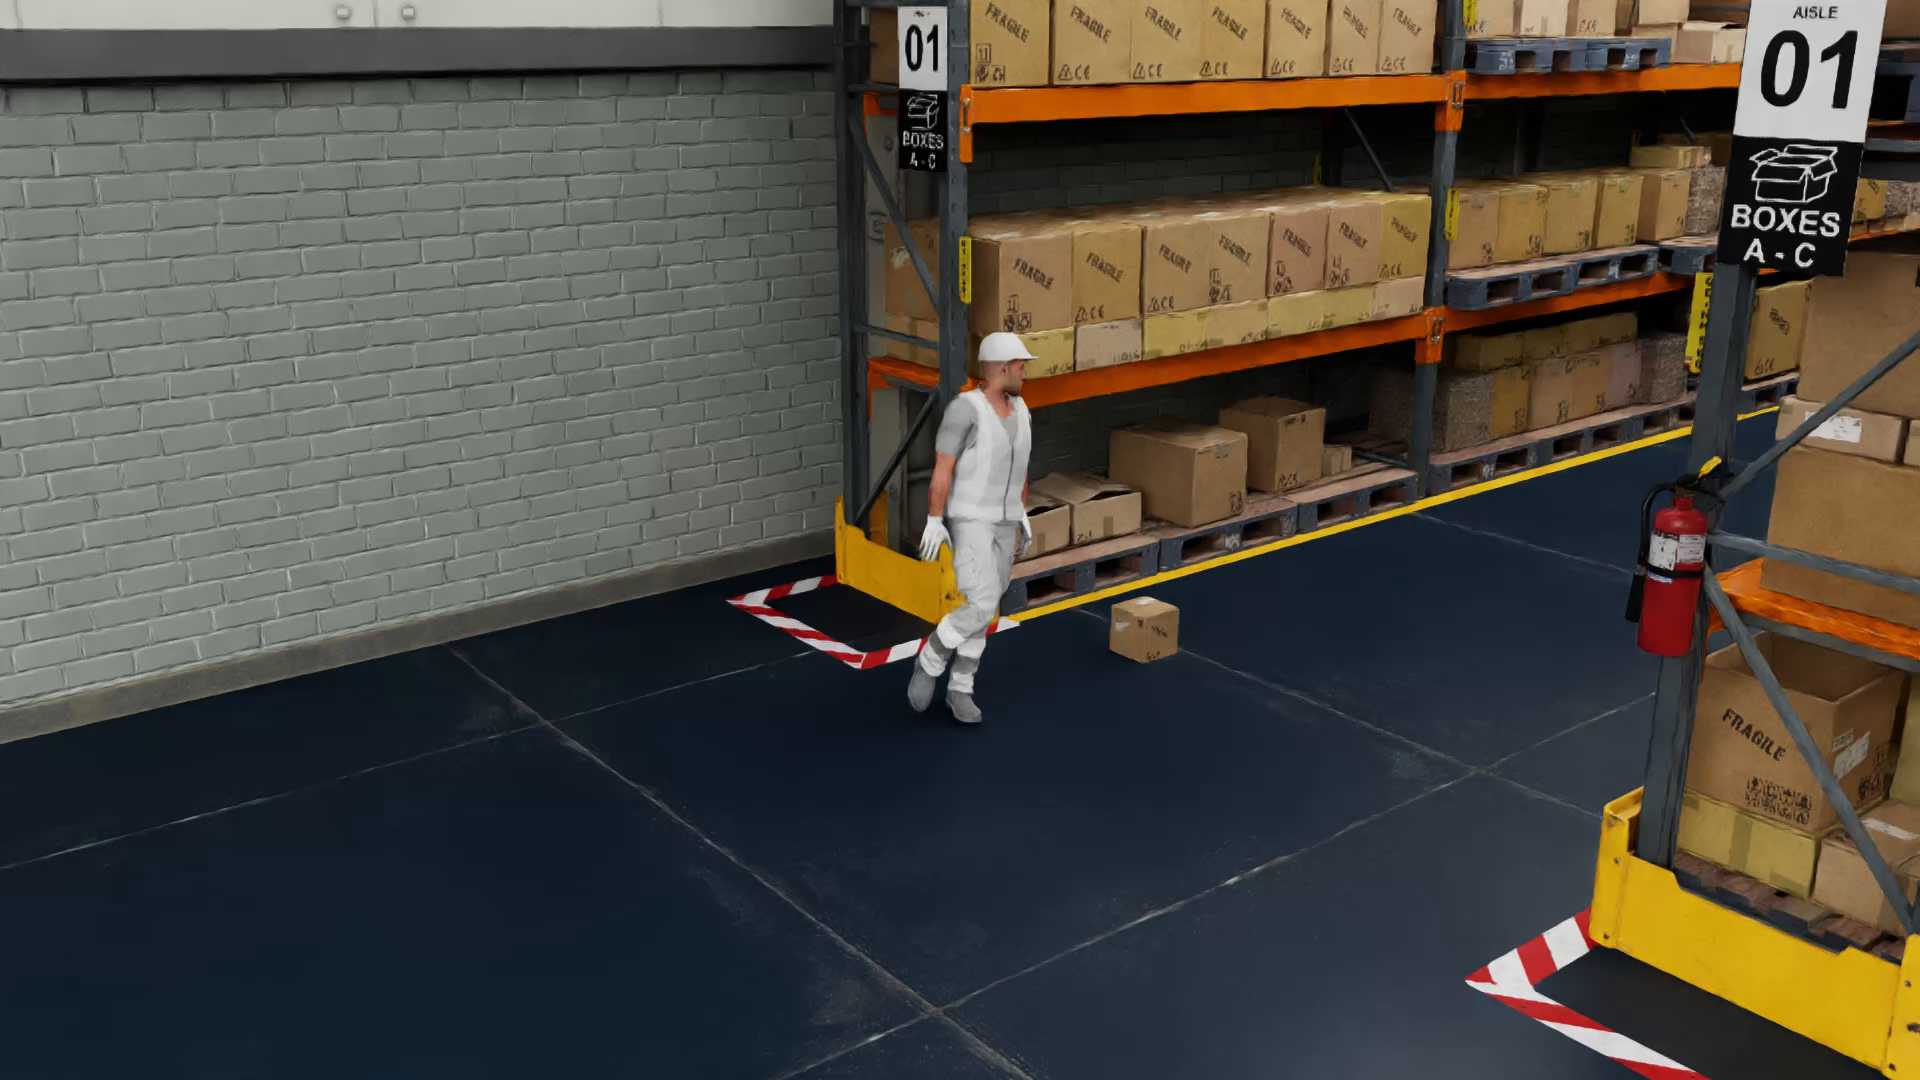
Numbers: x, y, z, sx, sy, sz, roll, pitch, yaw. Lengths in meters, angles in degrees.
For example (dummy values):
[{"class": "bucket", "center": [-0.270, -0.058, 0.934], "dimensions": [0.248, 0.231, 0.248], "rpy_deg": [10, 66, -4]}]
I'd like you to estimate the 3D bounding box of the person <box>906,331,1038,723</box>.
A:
[{"class": "person", "center": [0.105, -0.048, 7.632], "dimensions": [0.729, 1.774, 0.453], "rpy_deg": [-15, 23, -40]}]
